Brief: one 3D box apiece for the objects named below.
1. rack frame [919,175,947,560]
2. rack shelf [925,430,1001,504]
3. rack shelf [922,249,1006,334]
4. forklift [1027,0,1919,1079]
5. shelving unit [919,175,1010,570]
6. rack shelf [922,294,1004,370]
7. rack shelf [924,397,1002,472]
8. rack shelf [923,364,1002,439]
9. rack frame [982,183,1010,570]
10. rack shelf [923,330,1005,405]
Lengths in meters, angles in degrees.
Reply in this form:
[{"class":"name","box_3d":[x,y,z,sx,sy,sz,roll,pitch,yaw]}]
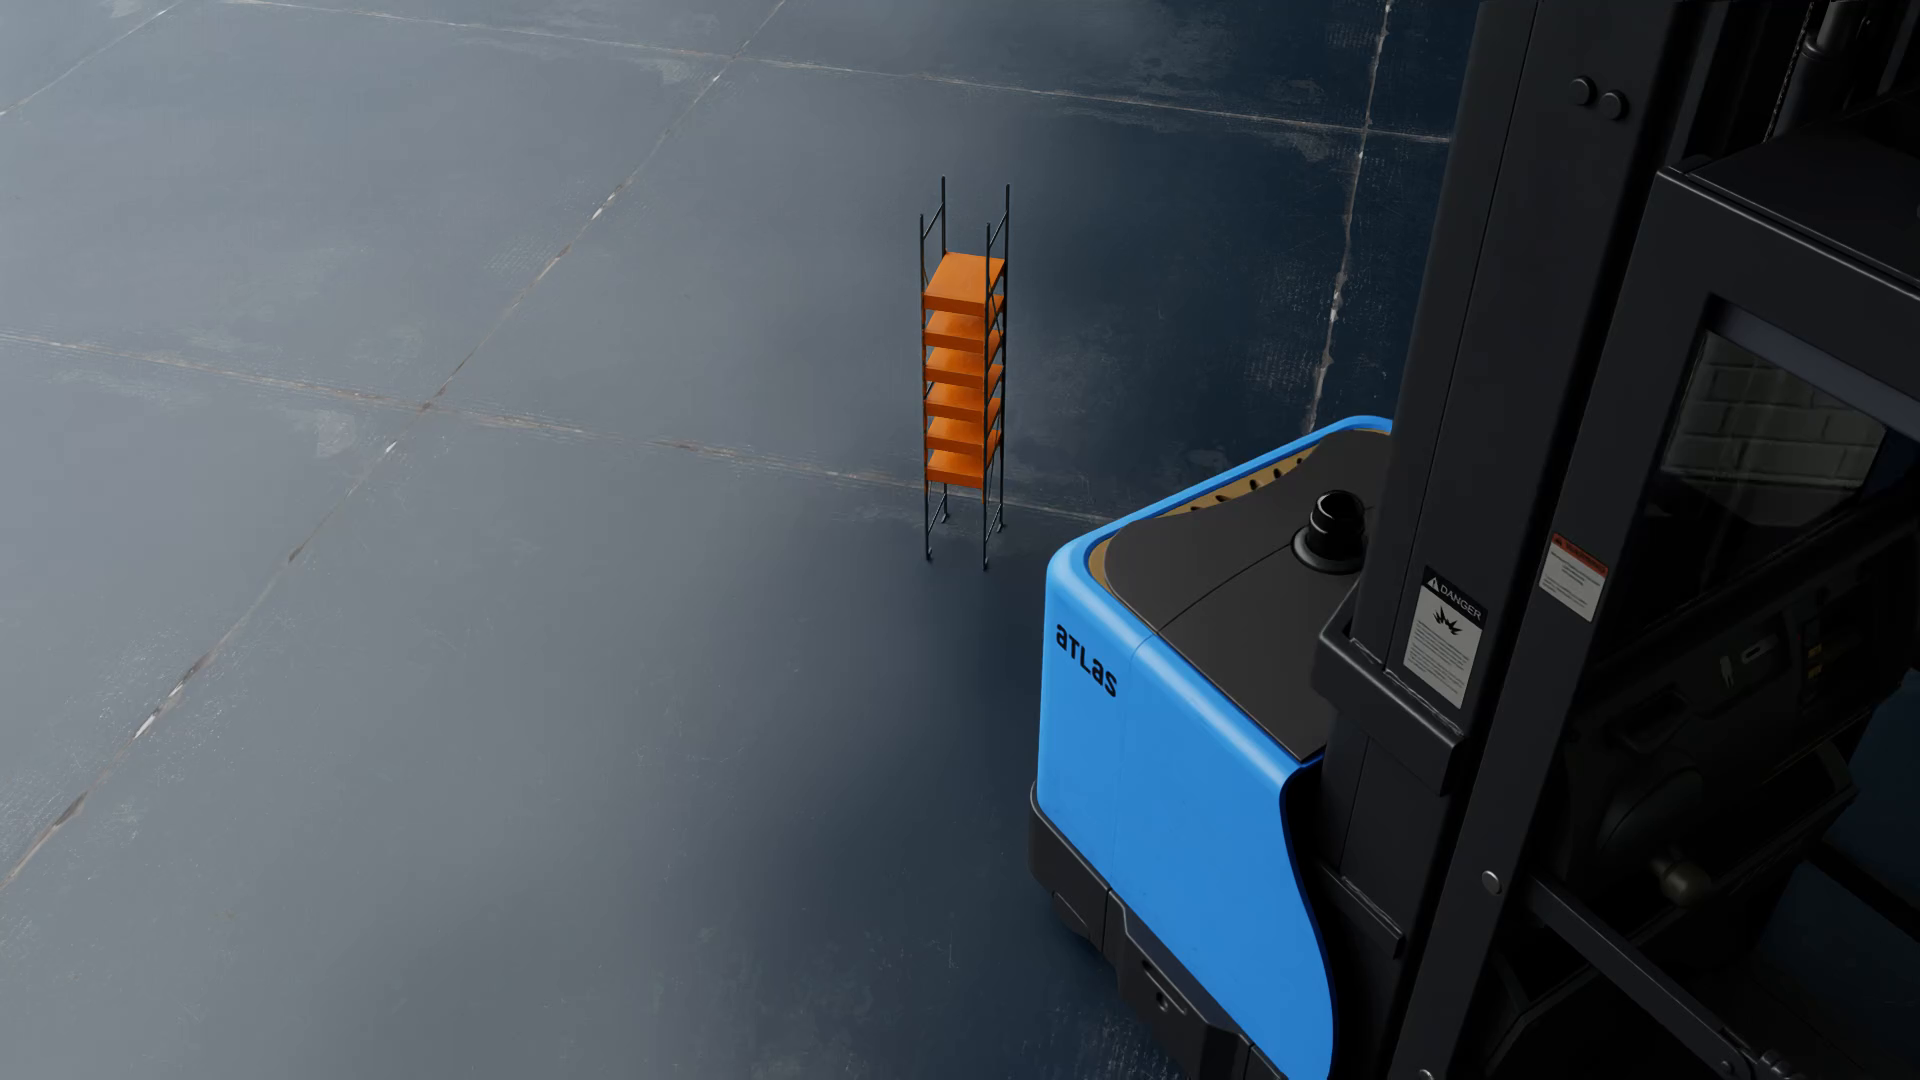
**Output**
[{"class":"rack frame","box_3d":[-0.074,-0.472,4.879,0.006,1.200,0.240,10,41,11]},{"class":"rack shelf","box_3d":[0.014,-0.239,5.044,0.180,0.103,0.258,10,41,11]},{"class":"rack shelf","box_3d":[0.014,-0.699,4.658,0.180,0.103,0.258,10,41,11]},{"class":"forklift","box_3d":[1.406,0.339,2.567,1.130,2.935,3.031,-23,45,-25]},{"class":"shelving unit","box_3d":[0.014,-0.457,4.861,0.189,1.200,0.258,10,41,11]},{"class":"rack shelf","box_3d":[0.014,-0.607,4.735,0.180,0.103,0.258,10,41,11]},{"class":"rack shelf","box_3d":[0.014,-0.331,4.967,0.180,0.103,0.258,10,41,11]},{"class":"rack shelf","box_3d":[0.014,-0.423,4.890,0.180,0.103,0.258,10,41,11]},{"class":"rack frame","box_3d":[0.102,-0.442,4.843,0.006,1.200,0.240,10,41,11]},{"class":"rack shelf","box_3d":[0.014,-0.515,4.813,0.180,0.103,0.258,10,41,11]}]
